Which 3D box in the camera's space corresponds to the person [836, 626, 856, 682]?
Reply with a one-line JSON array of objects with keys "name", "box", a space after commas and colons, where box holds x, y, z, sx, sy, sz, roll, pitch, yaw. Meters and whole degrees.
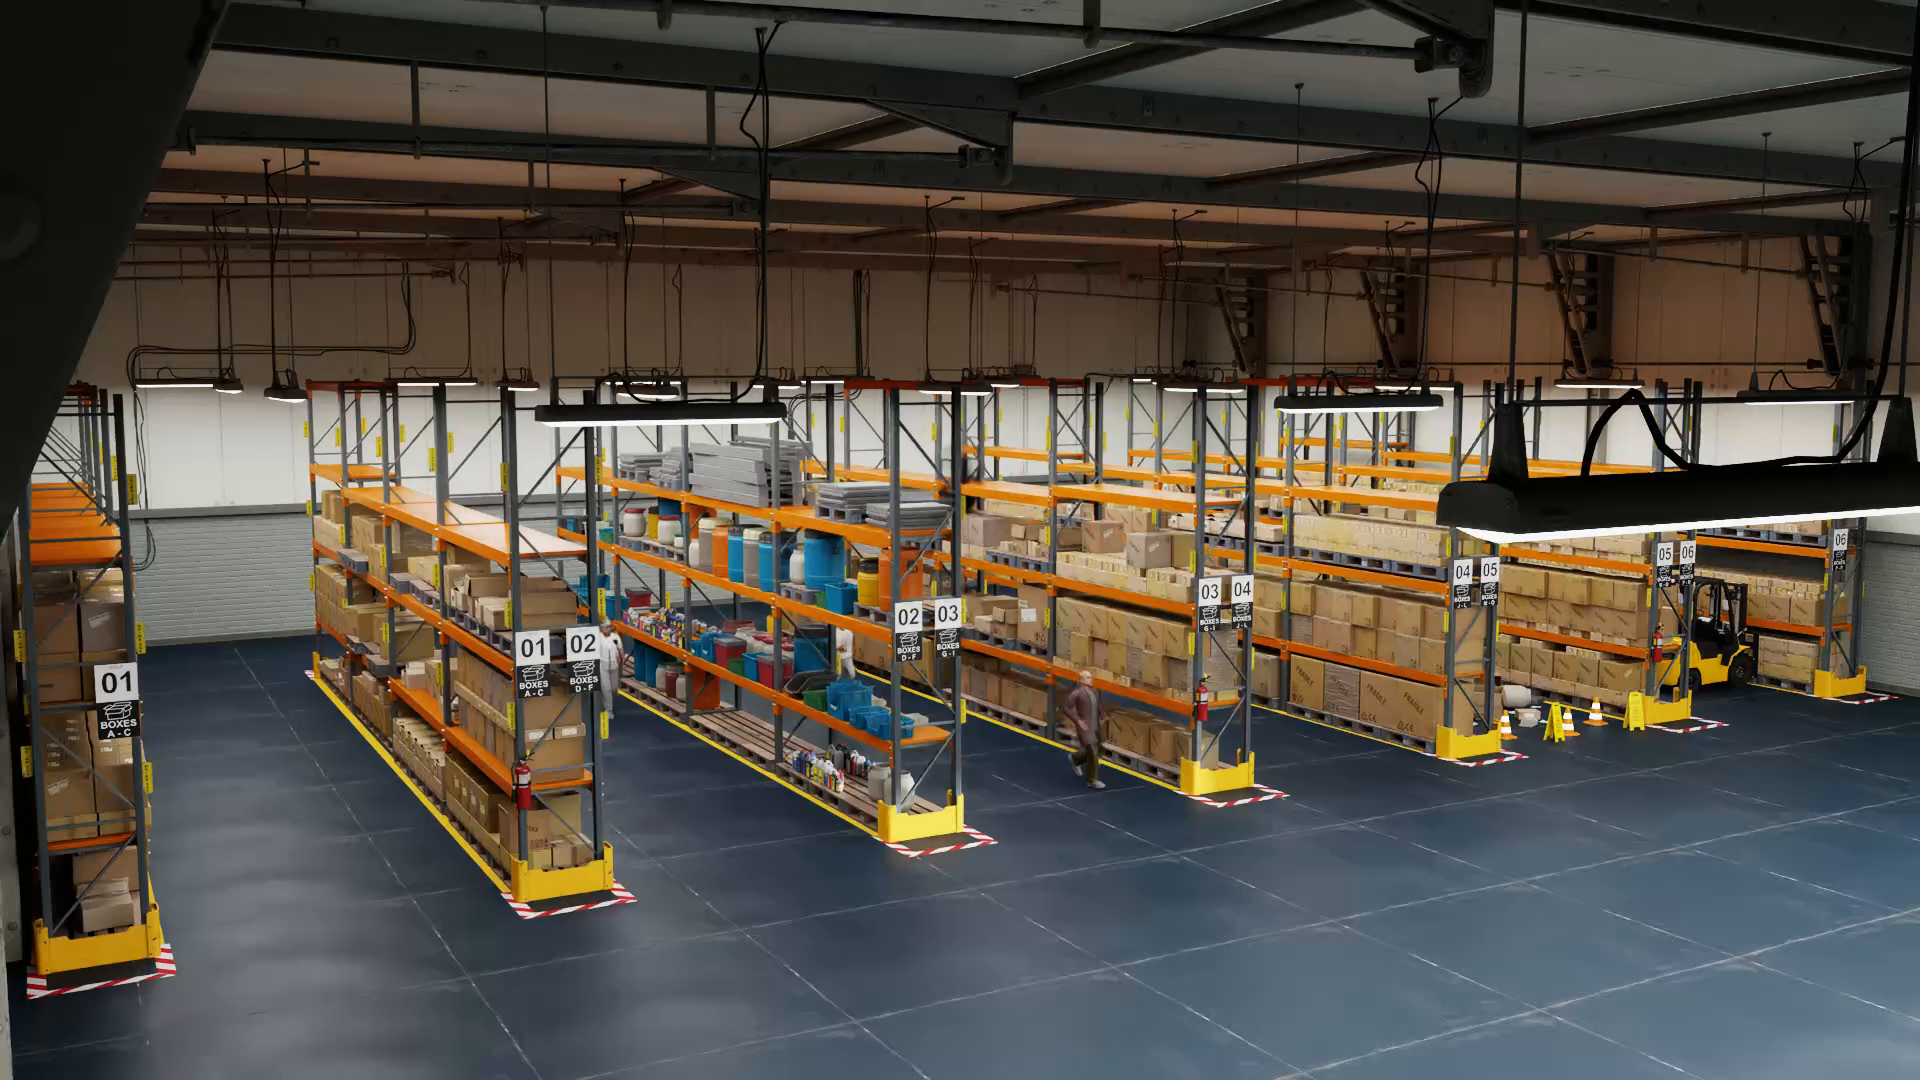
[{"name": "person", "box": [-2.169, 2.204, 30.778, 0.721, 1.821, 0.729, -4, 7, -32]}]

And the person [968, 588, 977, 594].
[{"name": "person", "box": [0.273, 1.797, 35.009, 0.537, 1.585, 0.893, -5, 8, -37]}]

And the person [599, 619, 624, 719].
[{"name": "person", "box": [-6.366, 2.282, 29.905, 0.671, 1.775, 0.774, -3, 7, -29]}]

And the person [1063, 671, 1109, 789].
[{"name": "person", "box": [1.878, 2.819, 24.925, 0.714, 1.735, 0.826, -6, 8, -43]}]
